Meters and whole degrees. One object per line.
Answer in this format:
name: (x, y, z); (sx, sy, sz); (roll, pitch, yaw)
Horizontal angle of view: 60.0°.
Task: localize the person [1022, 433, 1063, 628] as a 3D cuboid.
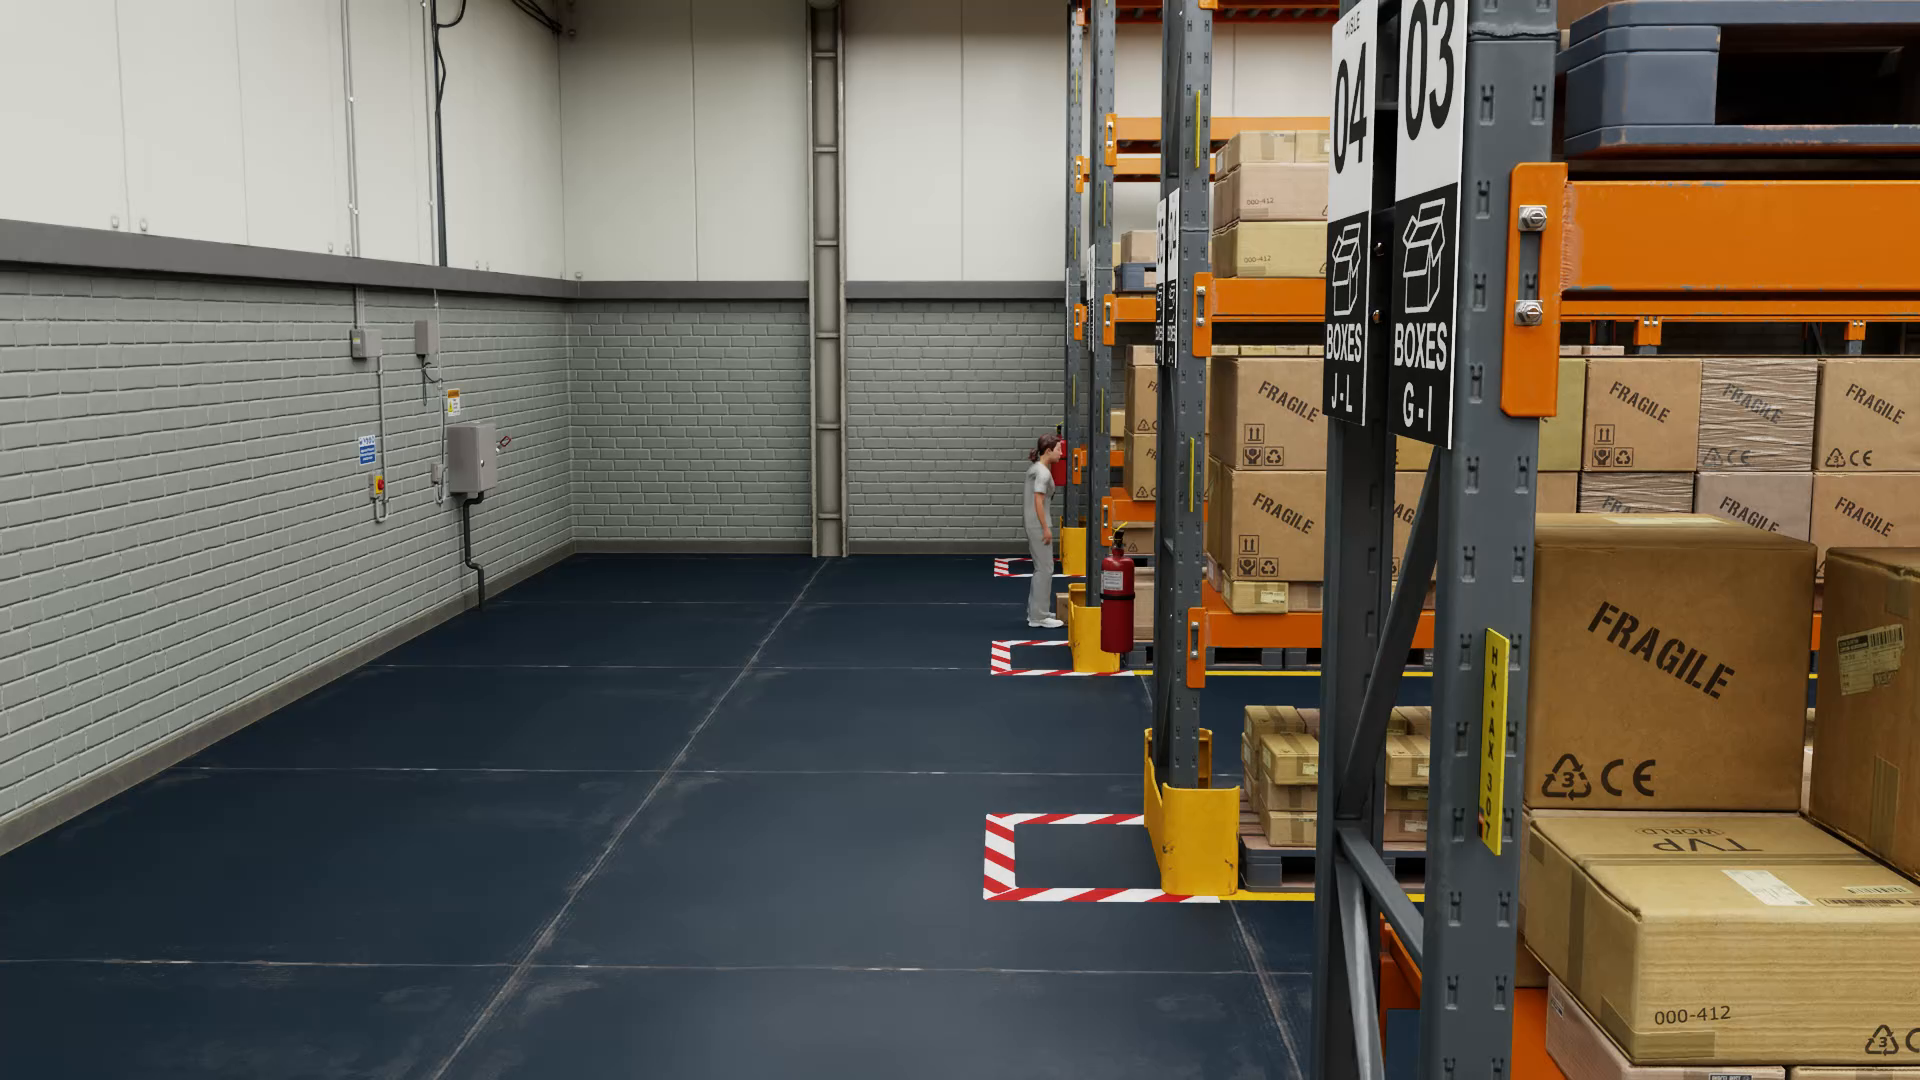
person: (0.724, -0.095, 14.522); (0.358, 1.673, 0.486); (0, 7, 2)
